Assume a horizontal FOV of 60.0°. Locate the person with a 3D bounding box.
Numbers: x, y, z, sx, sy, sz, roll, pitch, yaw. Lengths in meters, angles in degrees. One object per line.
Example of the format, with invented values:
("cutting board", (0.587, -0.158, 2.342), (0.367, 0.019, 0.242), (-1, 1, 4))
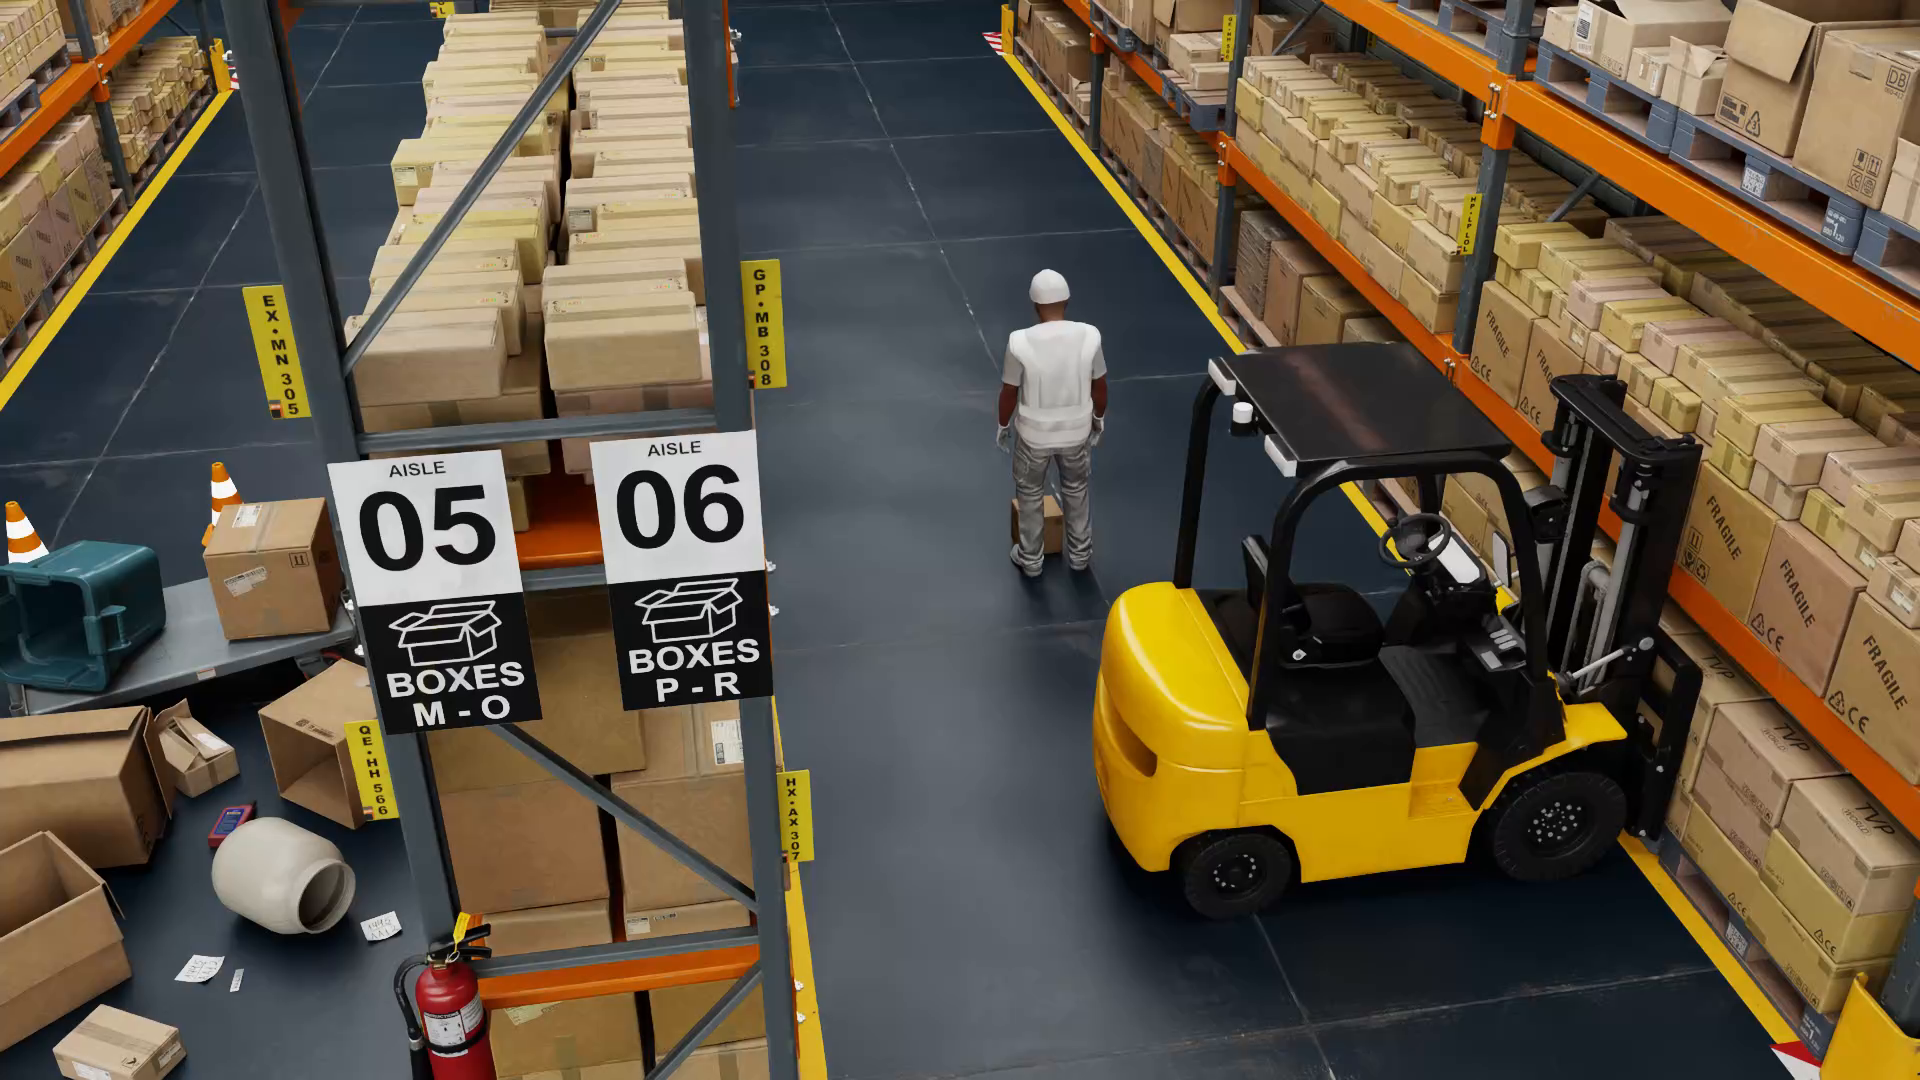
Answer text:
("person", (0.508, -0.627, 9.196), (0.617, 1.775, 0.447), (-5, 31, -9))
